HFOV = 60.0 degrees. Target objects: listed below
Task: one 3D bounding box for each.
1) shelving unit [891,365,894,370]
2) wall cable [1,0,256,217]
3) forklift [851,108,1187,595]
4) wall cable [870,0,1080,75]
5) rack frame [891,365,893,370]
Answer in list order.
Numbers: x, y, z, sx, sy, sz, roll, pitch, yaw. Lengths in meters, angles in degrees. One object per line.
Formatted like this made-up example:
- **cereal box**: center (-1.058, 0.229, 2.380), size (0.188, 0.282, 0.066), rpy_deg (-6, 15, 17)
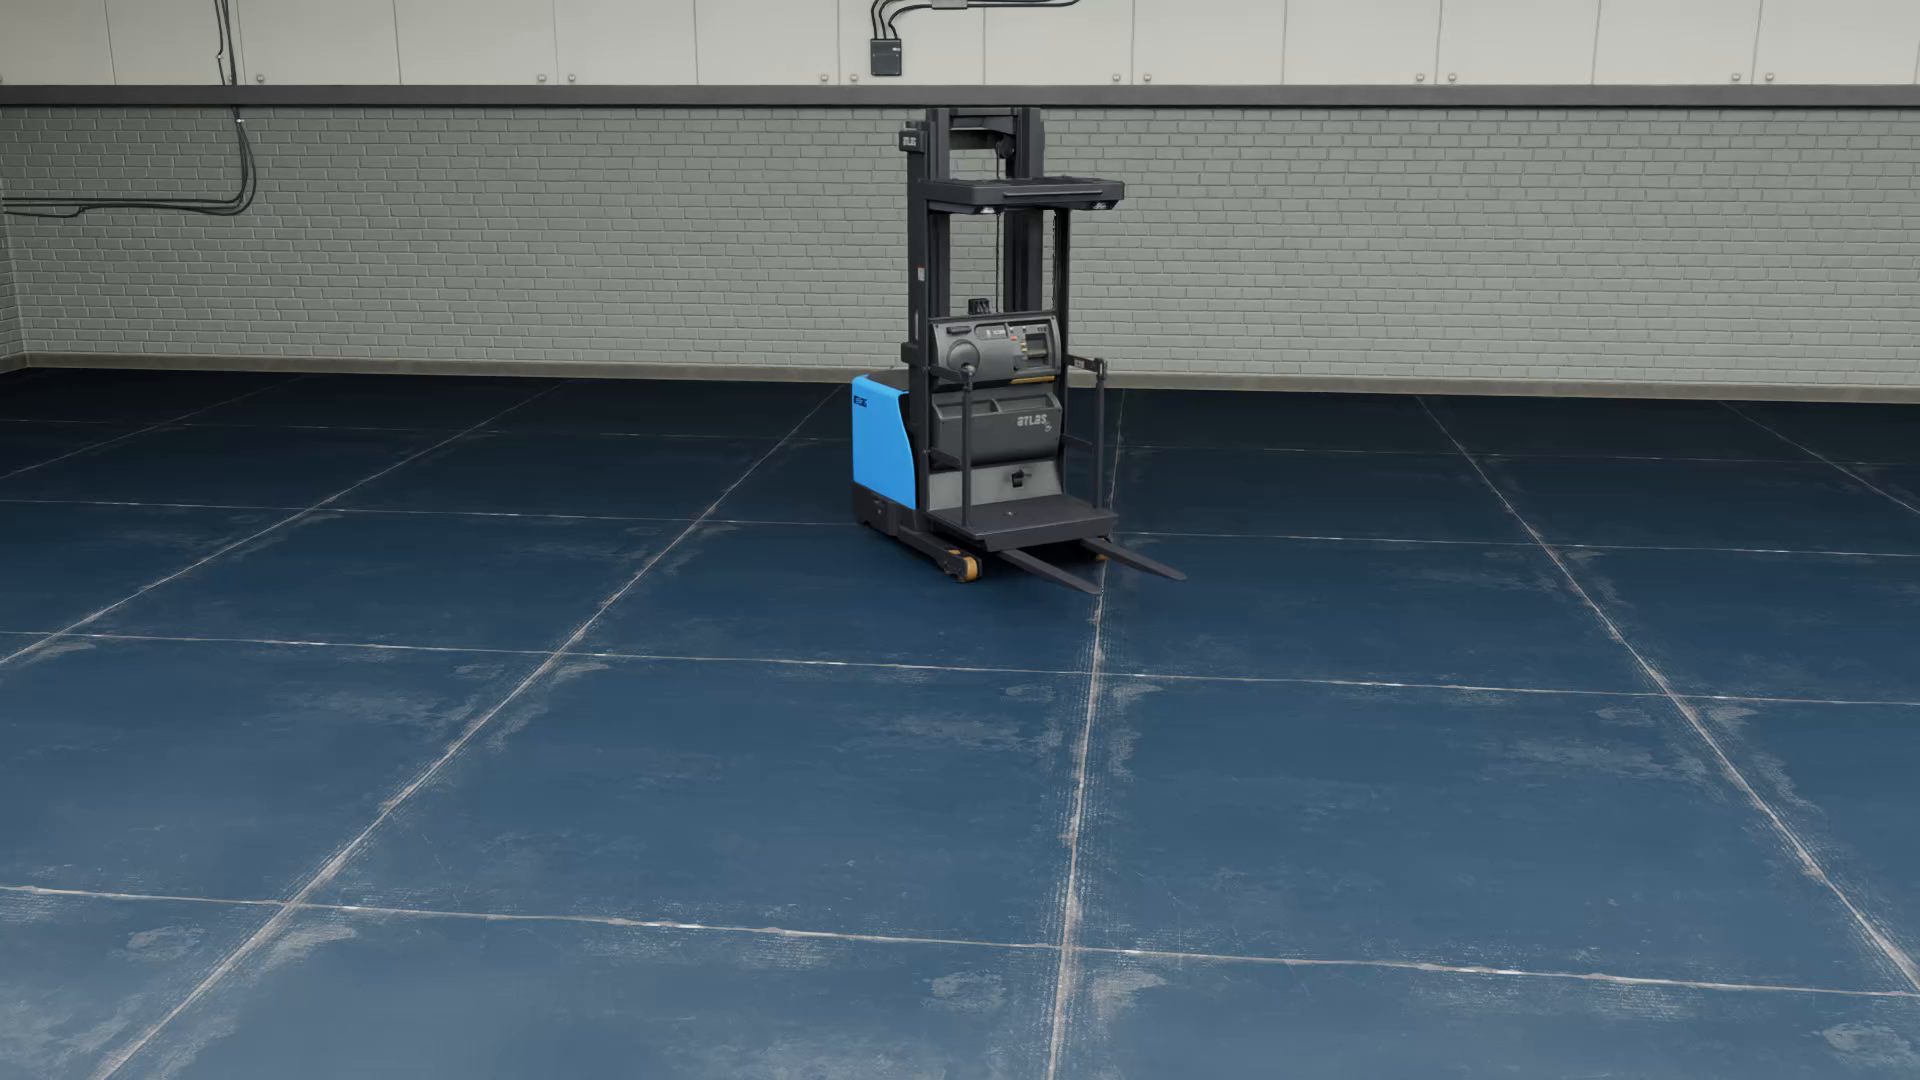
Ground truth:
- **shelving unit**: center (-0.408, -0.774, 12.490), size (0.215, 1.050, 0.252), rpy_deg (-1, 12, -4)
- **wall cable**: center (-9.192, -4.767, 18.002), size (3.097, 2.526, 0.112), rpy_deg (2, 15, 6)
- **forklift**: center (0.351, -1.277, 10.771), size (1.130, 2.935, 3.031), rpy_deg (-8, 17, -27)
- **wall cable**: center (0.239, -7.624, 16.103), size (2.305, 6.003, 0.169), rpy_deg (2, 15, 6)
- **rack frame**: center (-0.417, -0.800, 12.609), size (0.200, 1.050, 0.008), rpy_deg (-1, 12, -4)
